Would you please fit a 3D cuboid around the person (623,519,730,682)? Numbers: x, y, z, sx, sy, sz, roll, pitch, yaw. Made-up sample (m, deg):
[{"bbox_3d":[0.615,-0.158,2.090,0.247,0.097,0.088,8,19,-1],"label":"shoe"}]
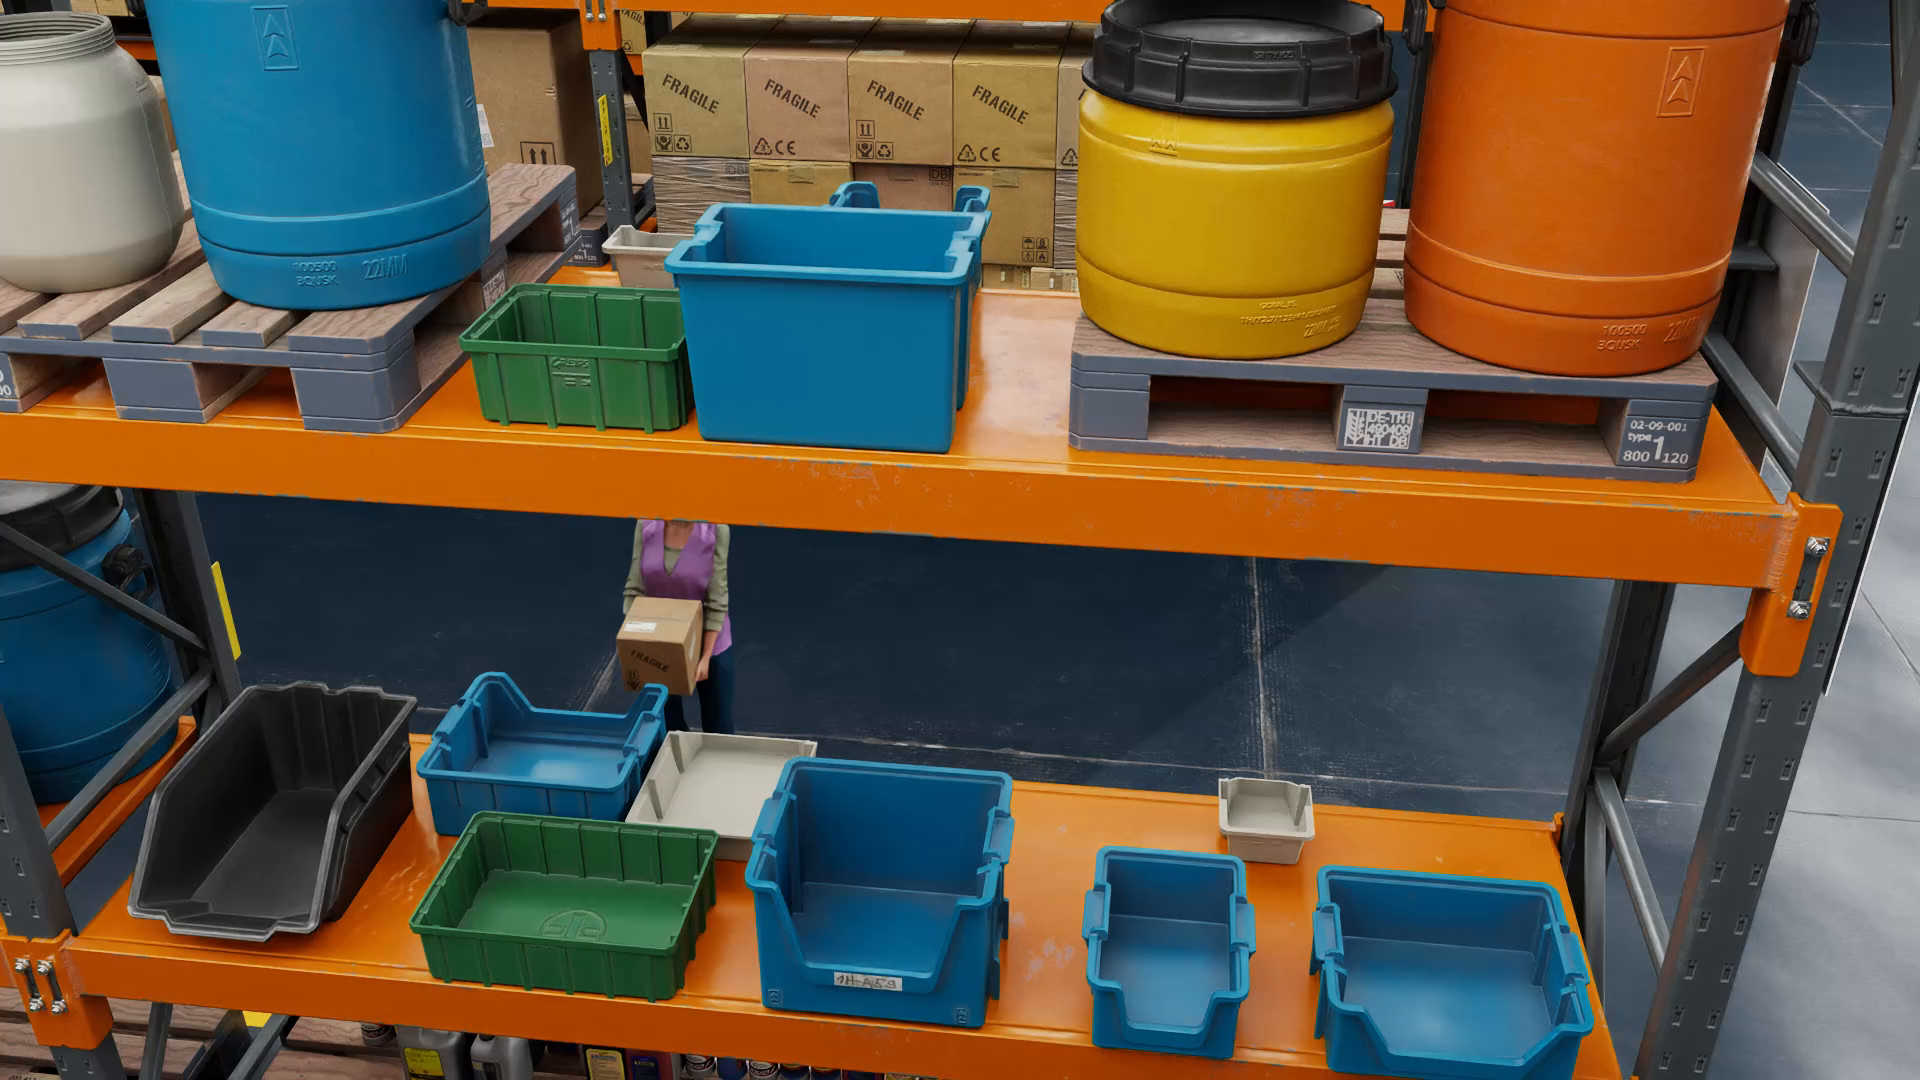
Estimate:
[{"bbox_3d":[-1.059,0.452,6.317,0.401,1.596,0.485,4,29,7],"label":"person"}]
